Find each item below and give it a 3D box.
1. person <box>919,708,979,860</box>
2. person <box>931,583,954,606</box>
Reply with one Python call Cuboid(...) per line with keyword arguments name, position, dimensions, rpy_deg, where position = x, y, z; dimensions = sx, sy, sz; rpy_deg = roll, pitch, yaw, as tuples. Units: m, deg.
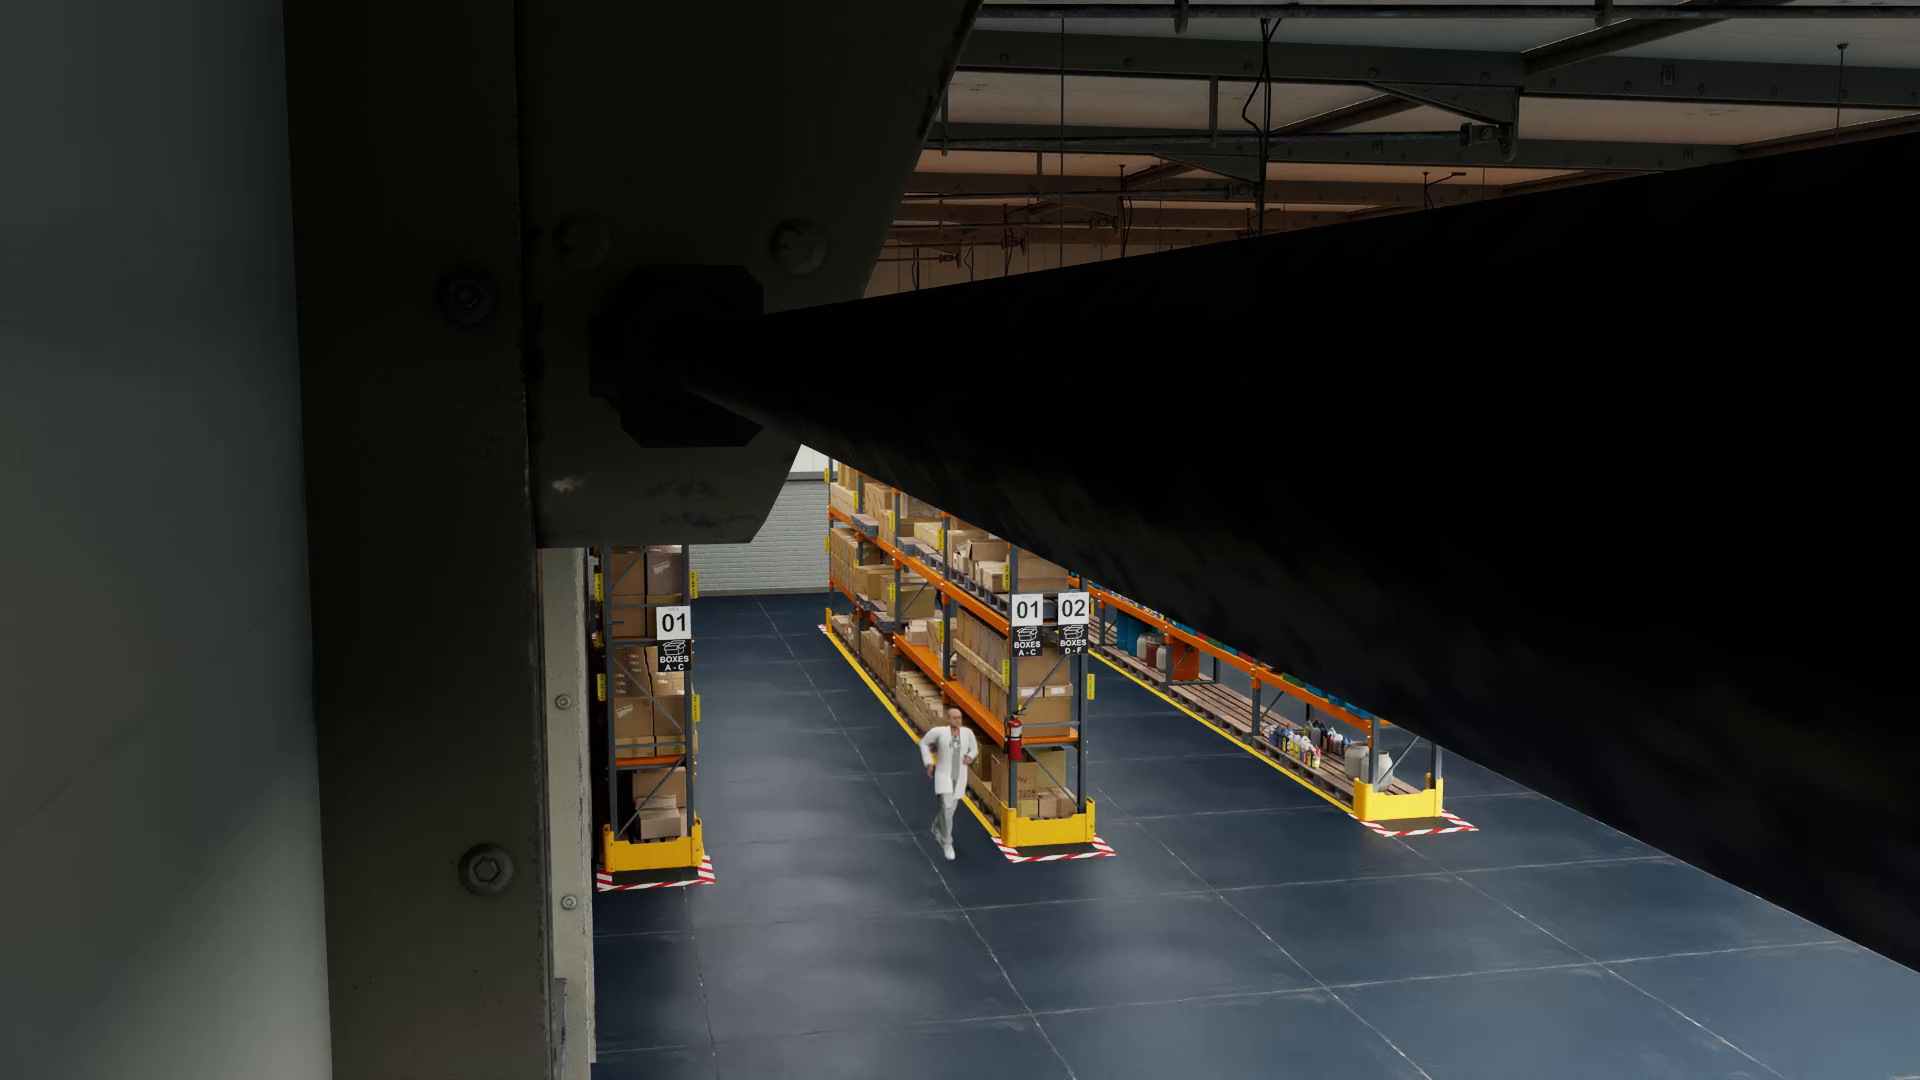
Cuboid(name="person", position=(-0.089, 2.997, 20.814), dimensions=(0.711, 1.803, 0.888), rpy_deg=(-3, 7, -22))
Cuboid(name="person", position=(-0.303, 1.231, 36.127), dimensions=(0.649, 1.635, 0.726), rpy_deg=(-5, 8, -37))
